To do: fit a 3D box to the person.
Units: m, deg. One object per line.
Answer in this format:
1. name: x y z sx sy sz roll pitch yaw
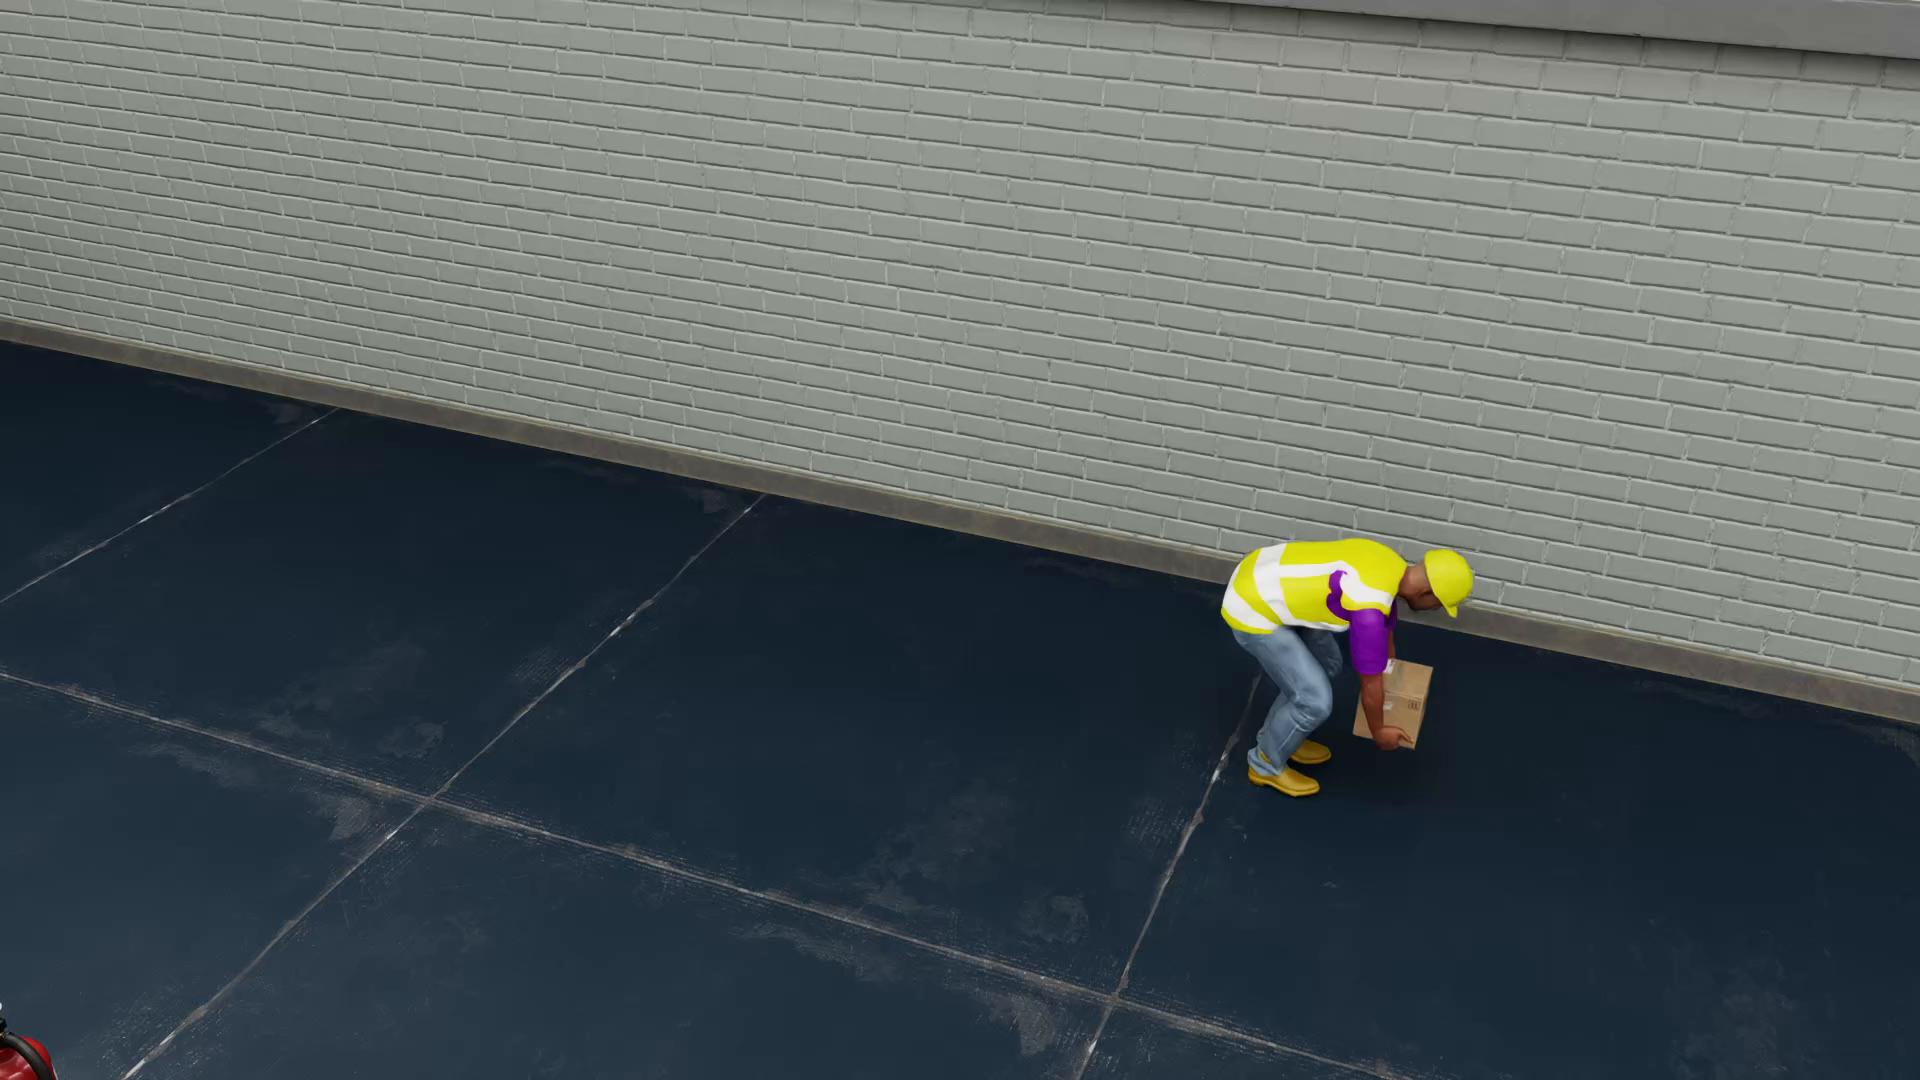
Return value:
1. person: 1.546 0.494 6.836 0.956 1.166 0.503 10 31 17
